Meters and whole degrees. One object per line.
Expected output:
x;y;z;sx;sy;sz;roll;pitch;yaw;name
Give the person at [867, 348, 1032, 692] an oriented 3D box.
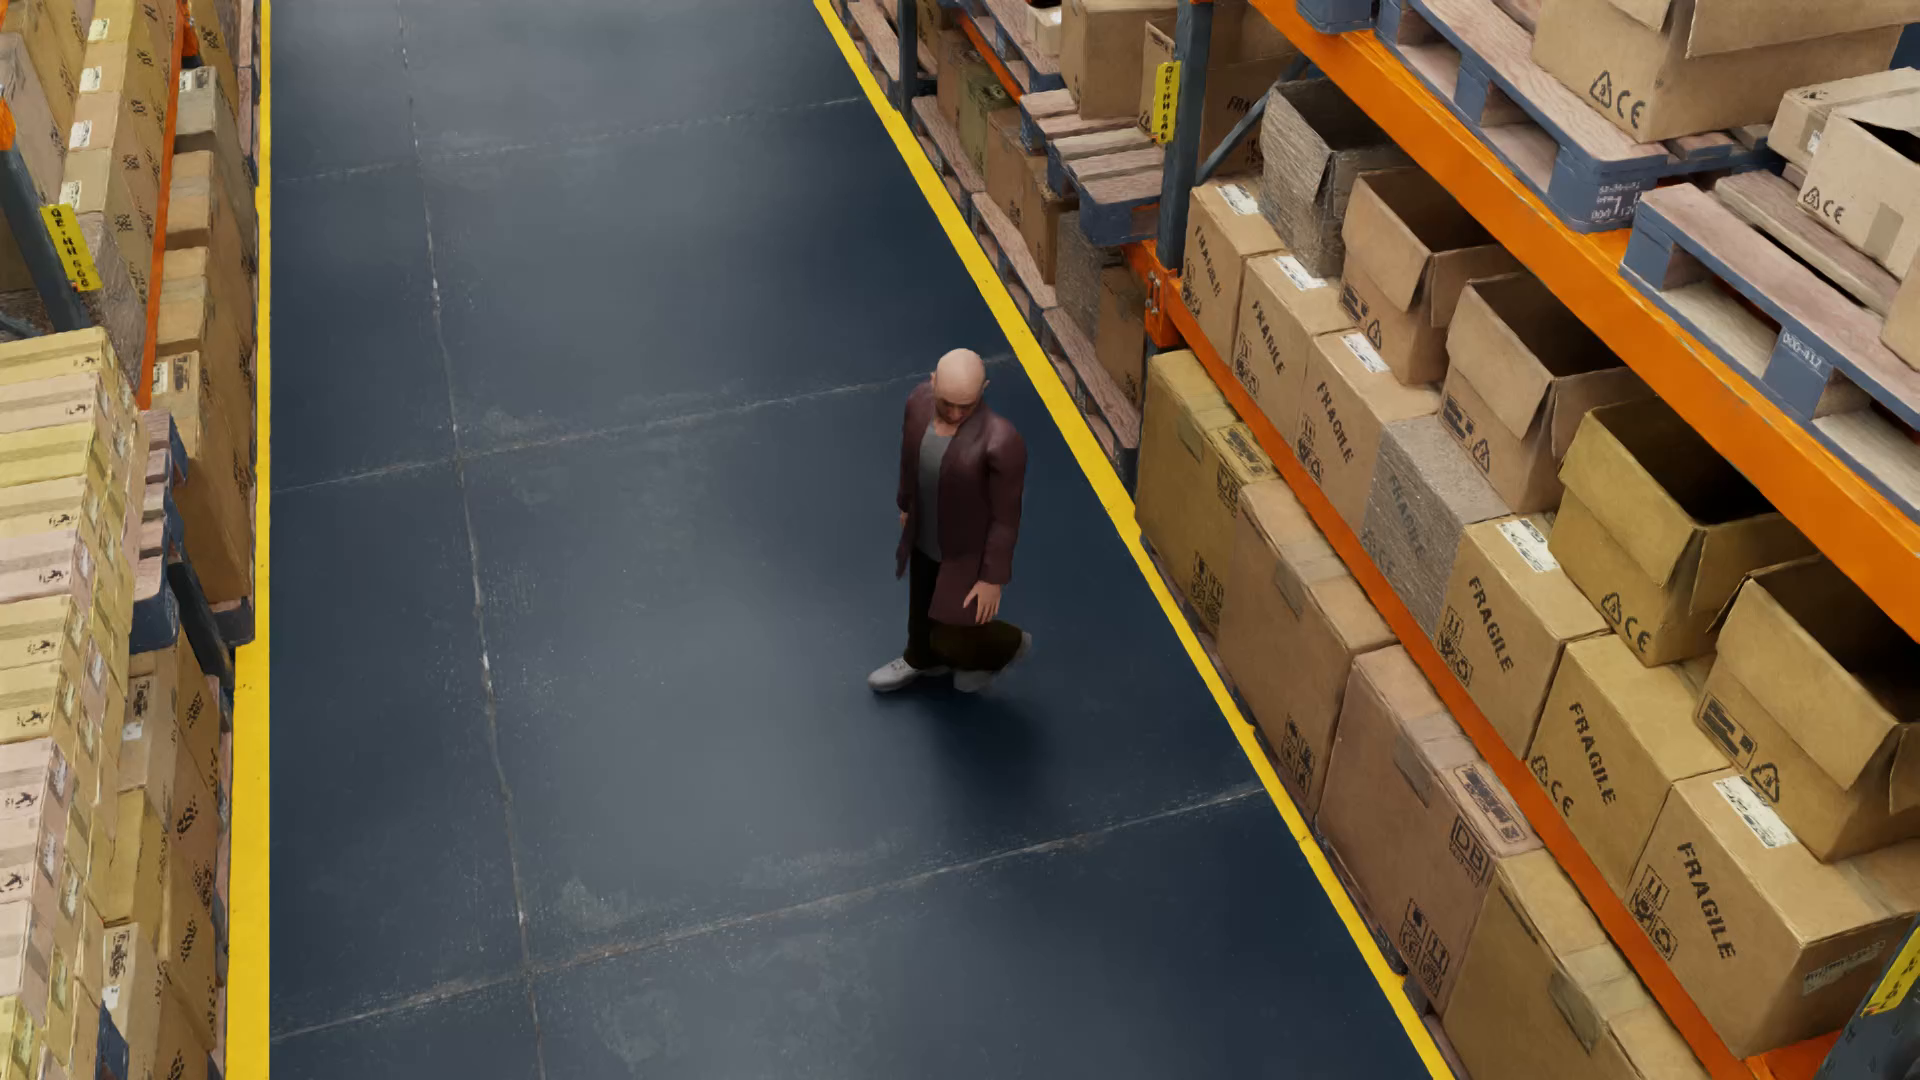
0.009;0.055;6.238;0.555;1.572;0.640;-31;50;-30;person
